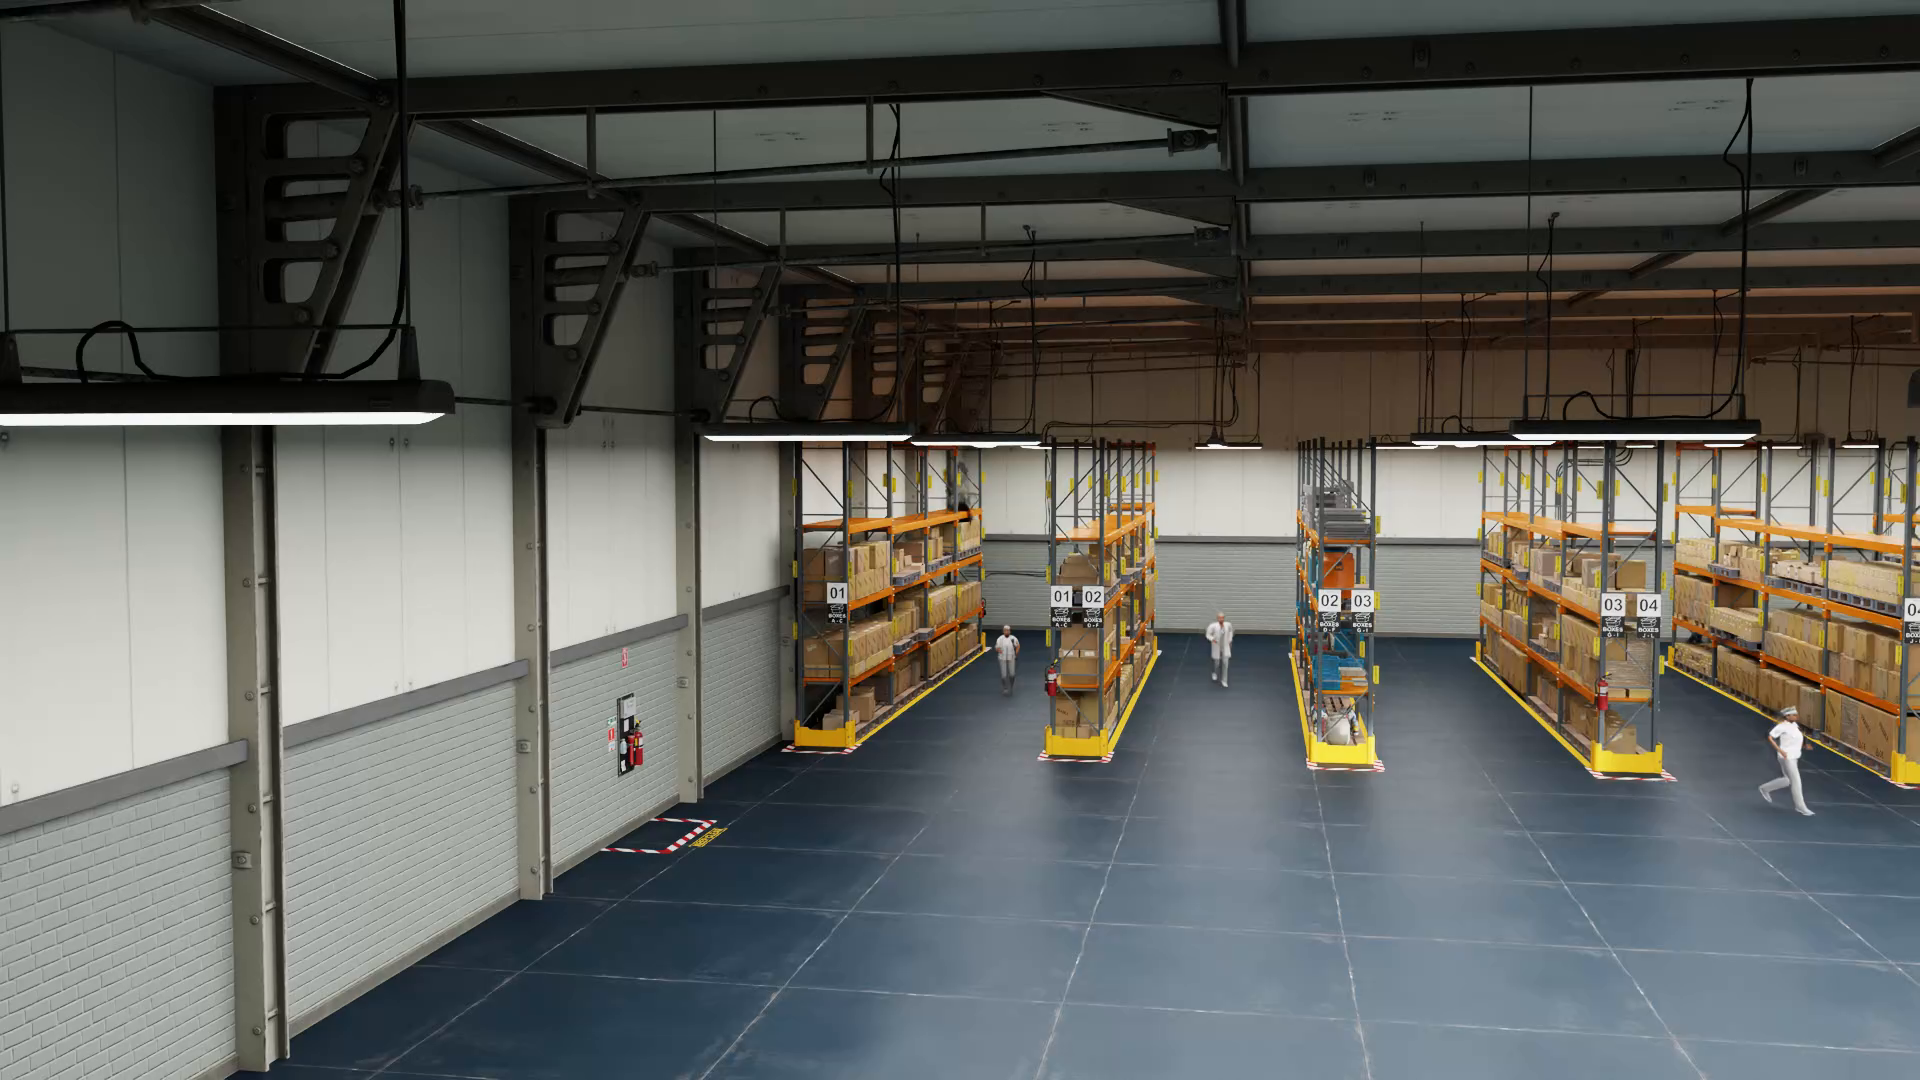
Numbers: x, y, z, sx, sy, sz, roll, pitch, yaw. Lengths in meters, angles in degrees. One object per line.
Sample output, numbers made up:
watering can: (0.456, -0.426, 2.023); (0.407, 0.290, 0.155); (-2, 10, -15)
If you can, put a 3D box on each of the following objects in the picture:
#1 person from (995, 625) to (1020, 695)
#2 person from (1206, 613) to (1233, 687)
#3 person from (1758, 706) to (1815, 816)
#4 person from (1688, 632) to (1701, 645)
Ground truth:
person: (1.118, 2.832, 39.108); (0.591, 1.638, 0.576); (0, 3, 2)
person: (6.393, 2.772, 40.909); (0.692, 1.582, 1.020); (0, 3, -3)
person: (13.161, 3.477, 26.467); (0.580, 1.707, 0.916); (-3, 4, -41)
person: (20.136, 2.528, 45.412); (0.702, 1.634, 0.513); (0, 3, 9)
